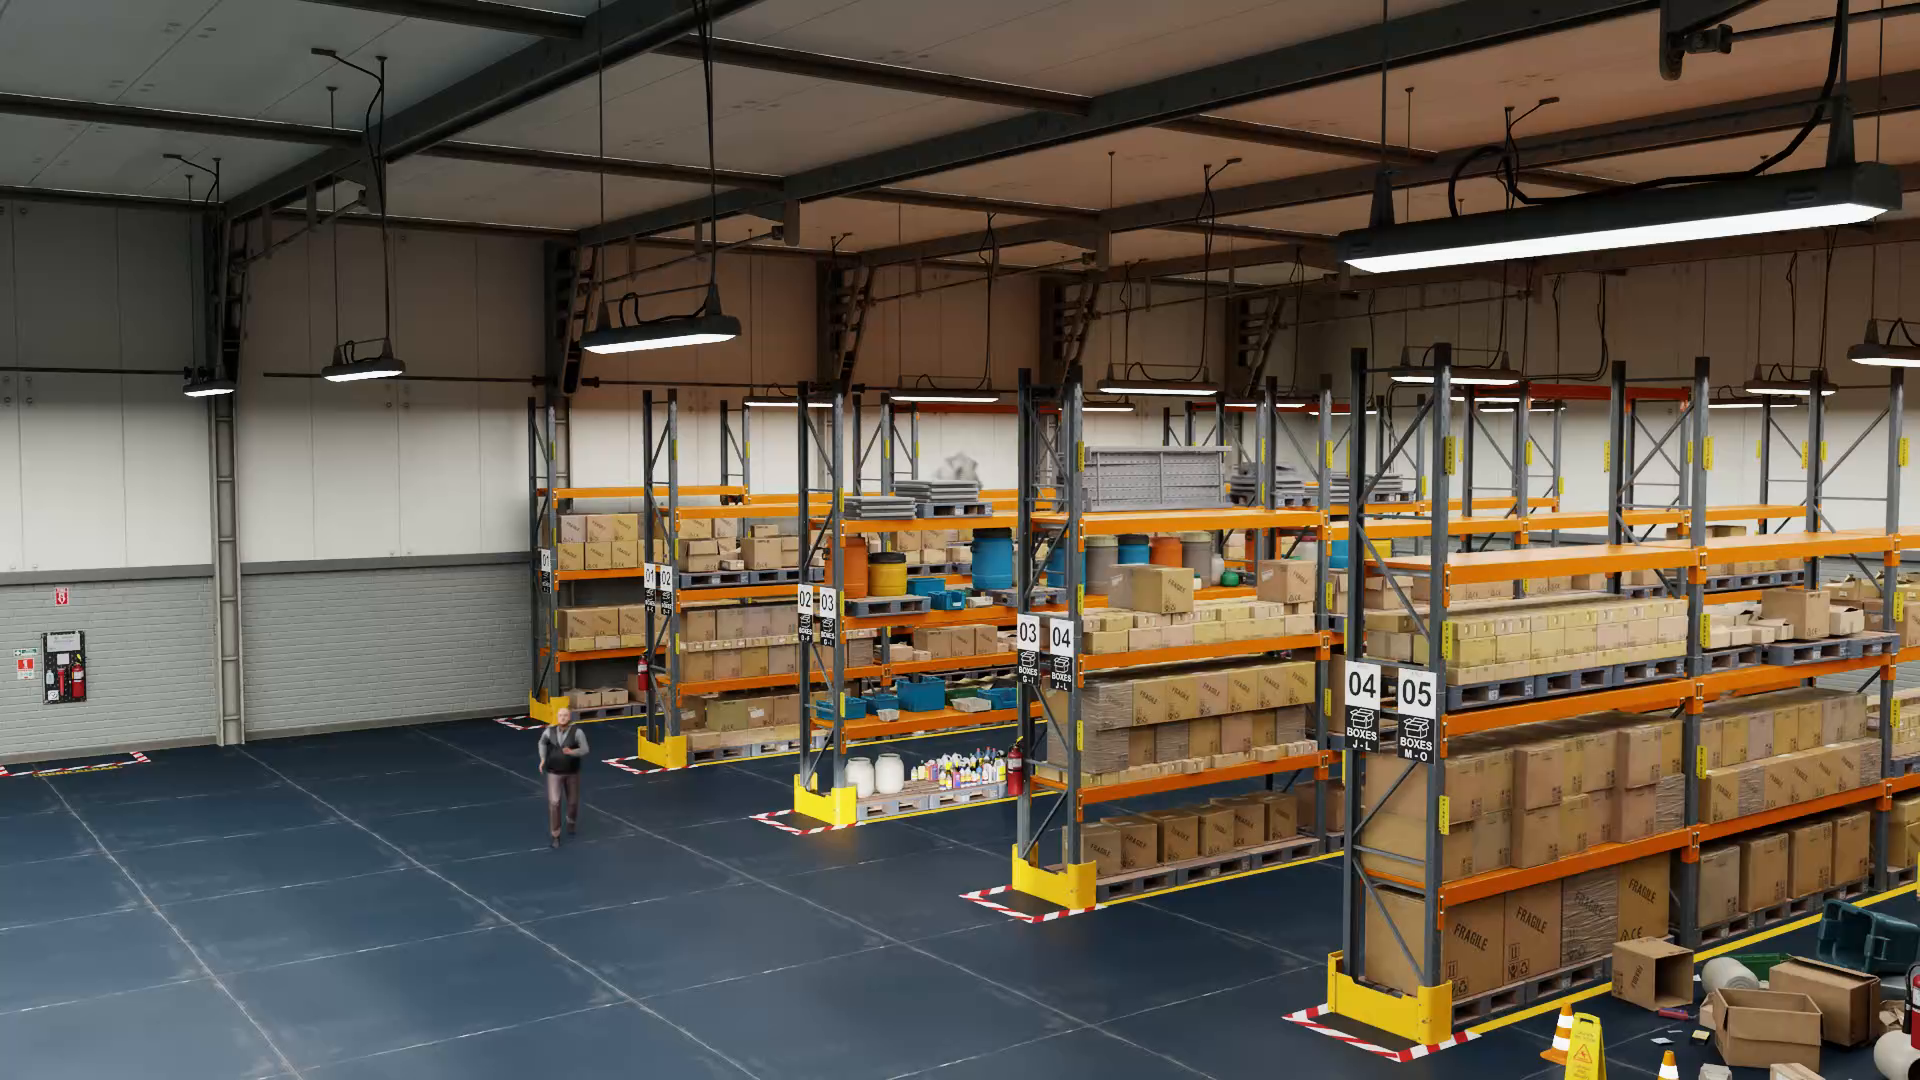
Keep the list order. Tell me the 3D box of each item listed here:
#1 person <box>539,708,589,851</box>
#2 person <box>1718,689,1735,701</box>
[{"bbox_3d":[-5.091,3.027,21.360,0.641,1.756,0.871,-1,3,-11],"label":"person"},{"bbox_3d":[11.007,2.911,23.966,0.890,1.678,0.618,-3,5,-42],"label":"person"}]
